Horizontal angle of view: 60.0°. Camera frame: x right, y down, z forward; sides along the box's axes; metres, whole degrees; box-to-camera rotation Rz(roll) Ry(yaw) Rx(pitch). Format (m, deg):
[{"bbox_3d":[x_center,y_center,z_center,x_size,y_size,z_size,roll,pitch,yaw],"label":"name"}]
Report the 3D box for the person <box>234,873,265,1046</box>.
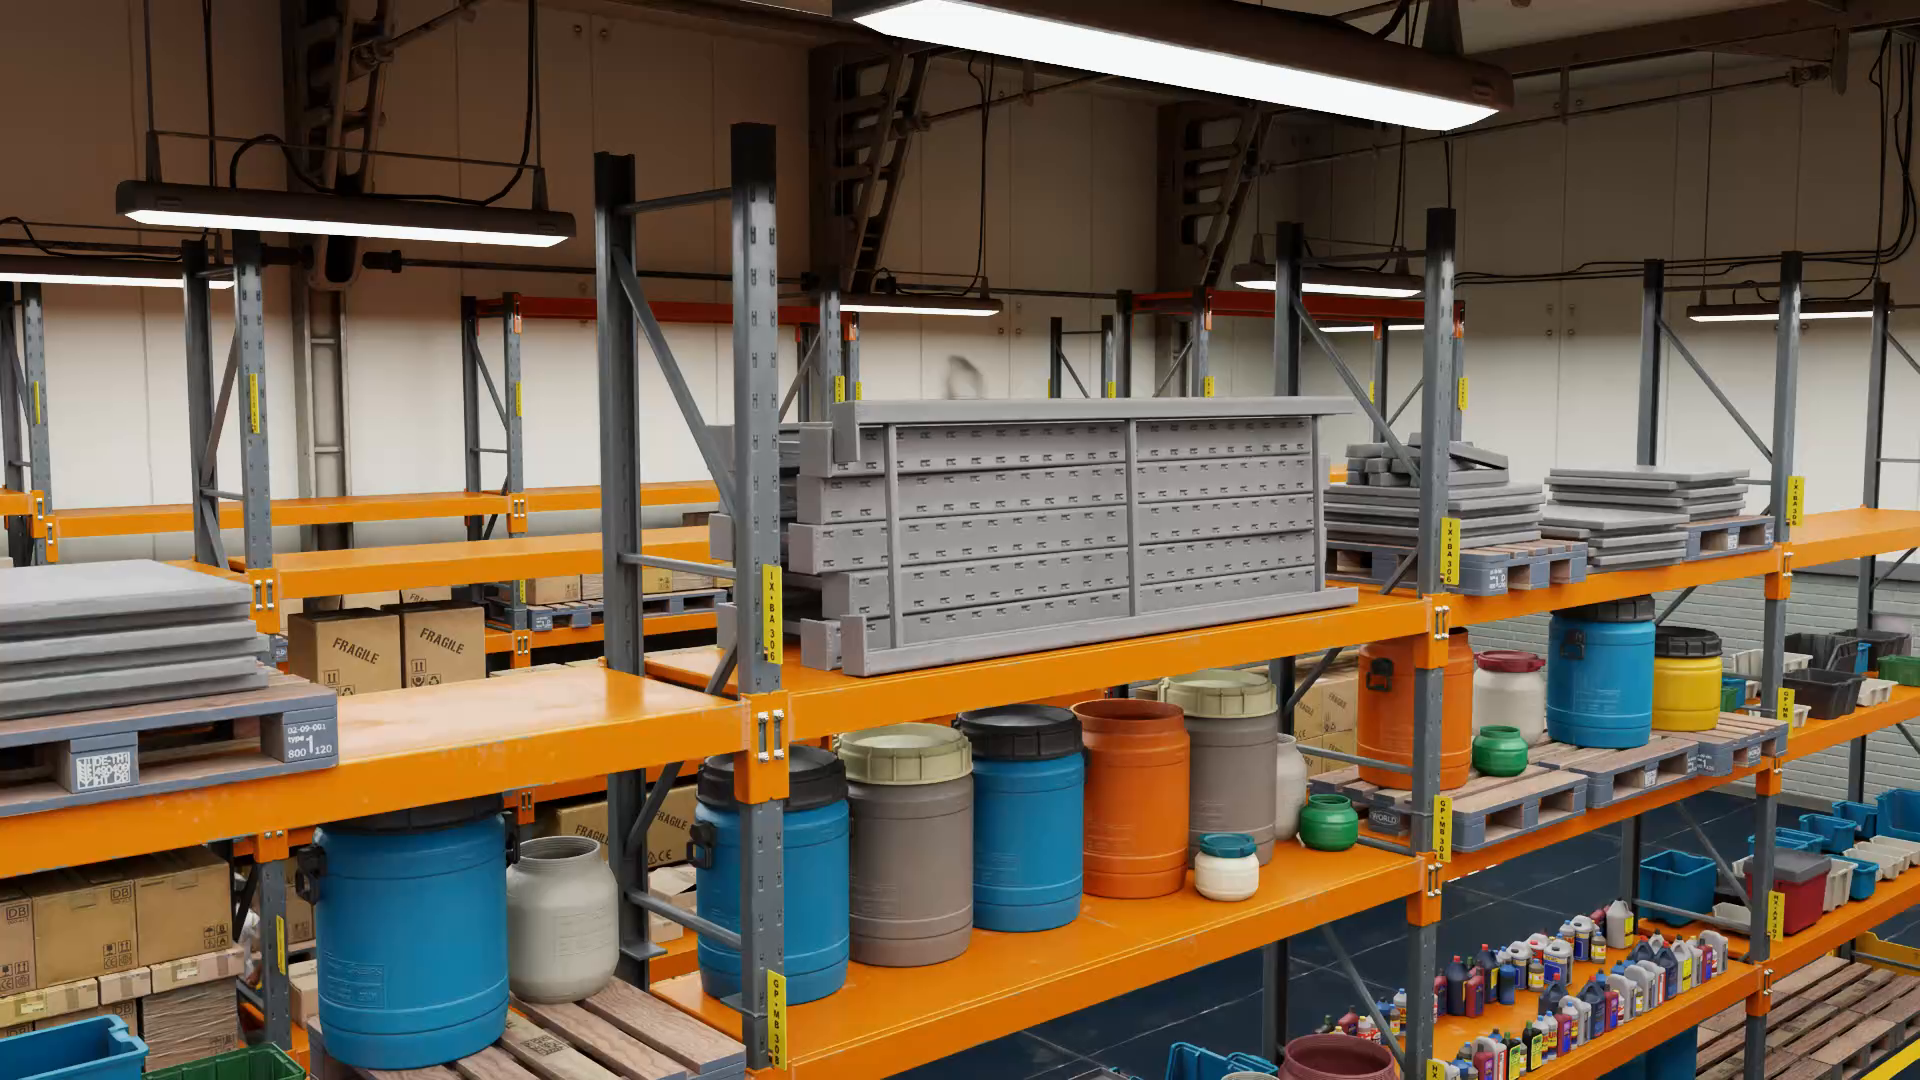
[{"bbox_3d":[-5.178,3.190,11.860,0.559,1.730,0.856,5,7,43],"label":"person"}]
